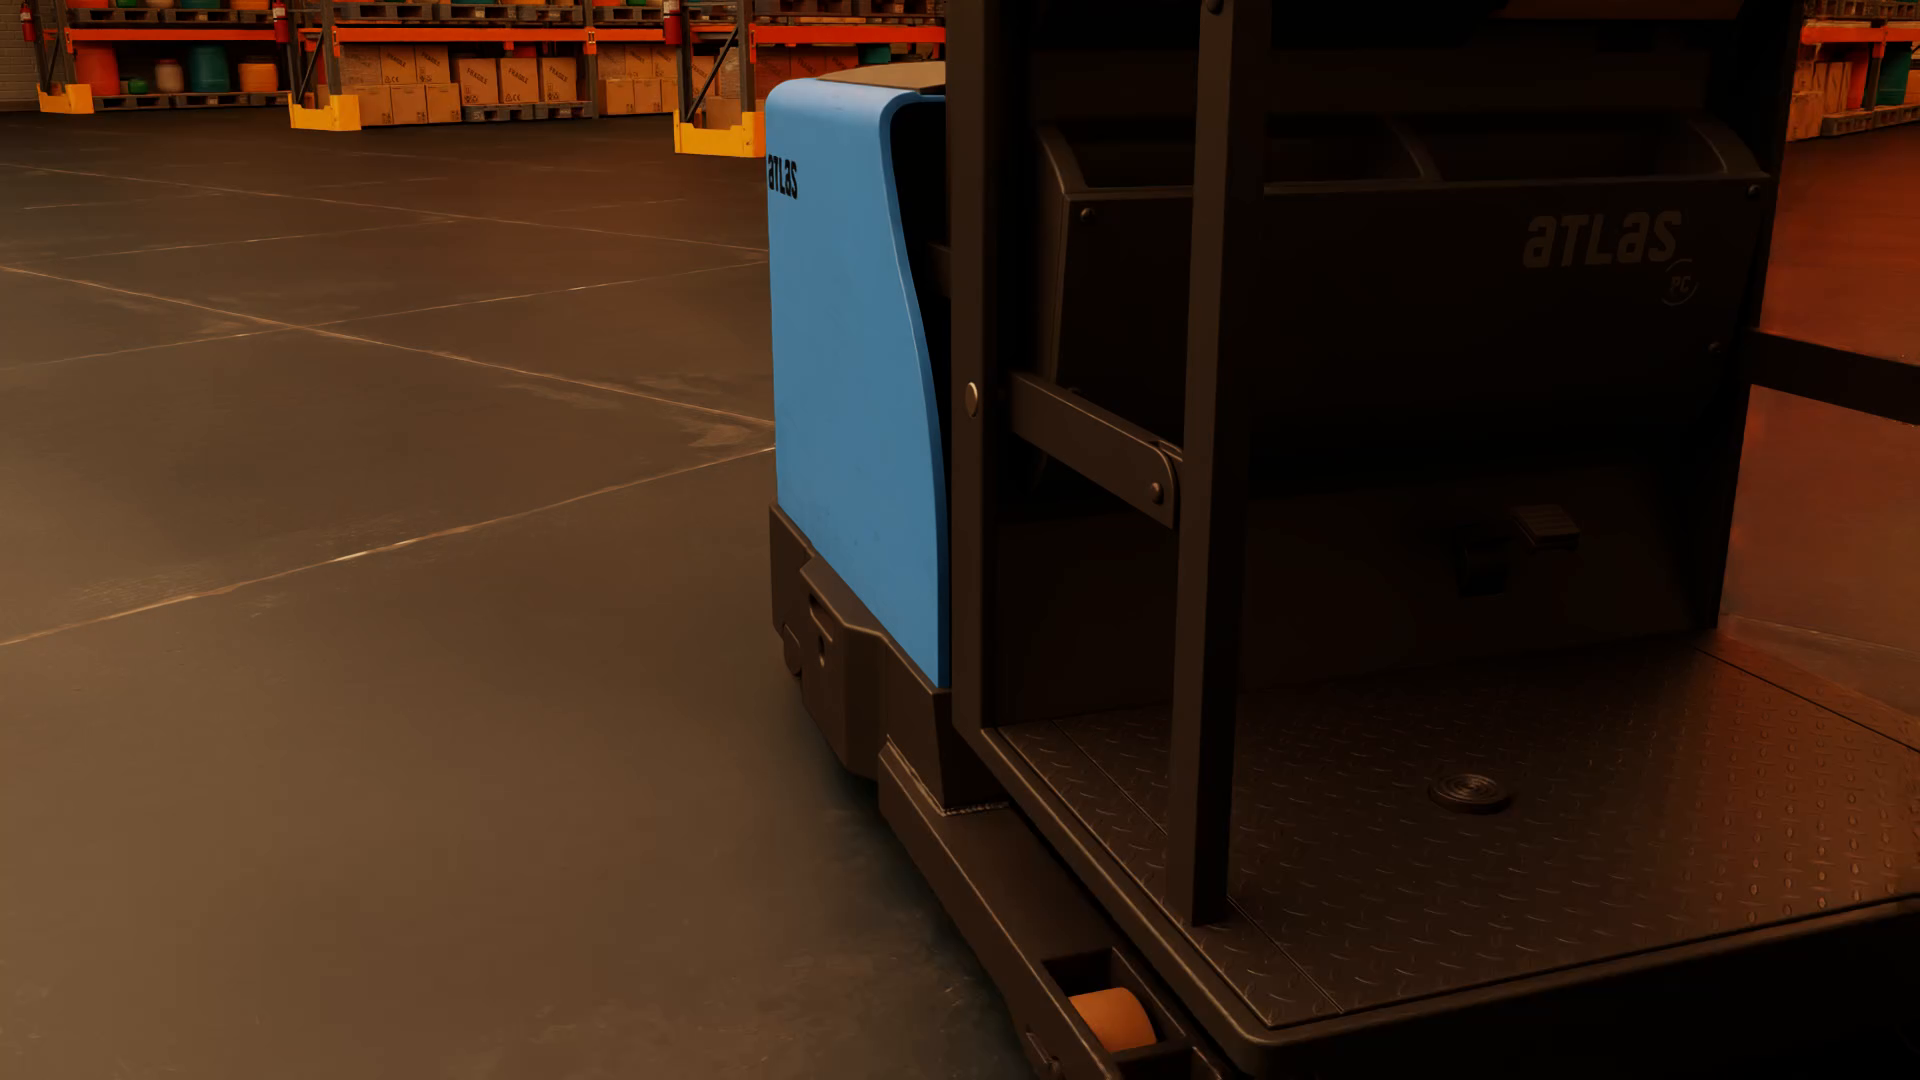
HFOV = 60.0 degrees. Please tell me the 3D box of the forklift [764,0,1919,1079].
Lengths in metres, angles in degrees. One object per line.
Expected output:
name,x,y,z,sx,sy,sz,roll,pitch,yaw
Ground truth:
forklift,0.601,-0.829,1.628,1.130,2.935,3.031,-6,18,-18
